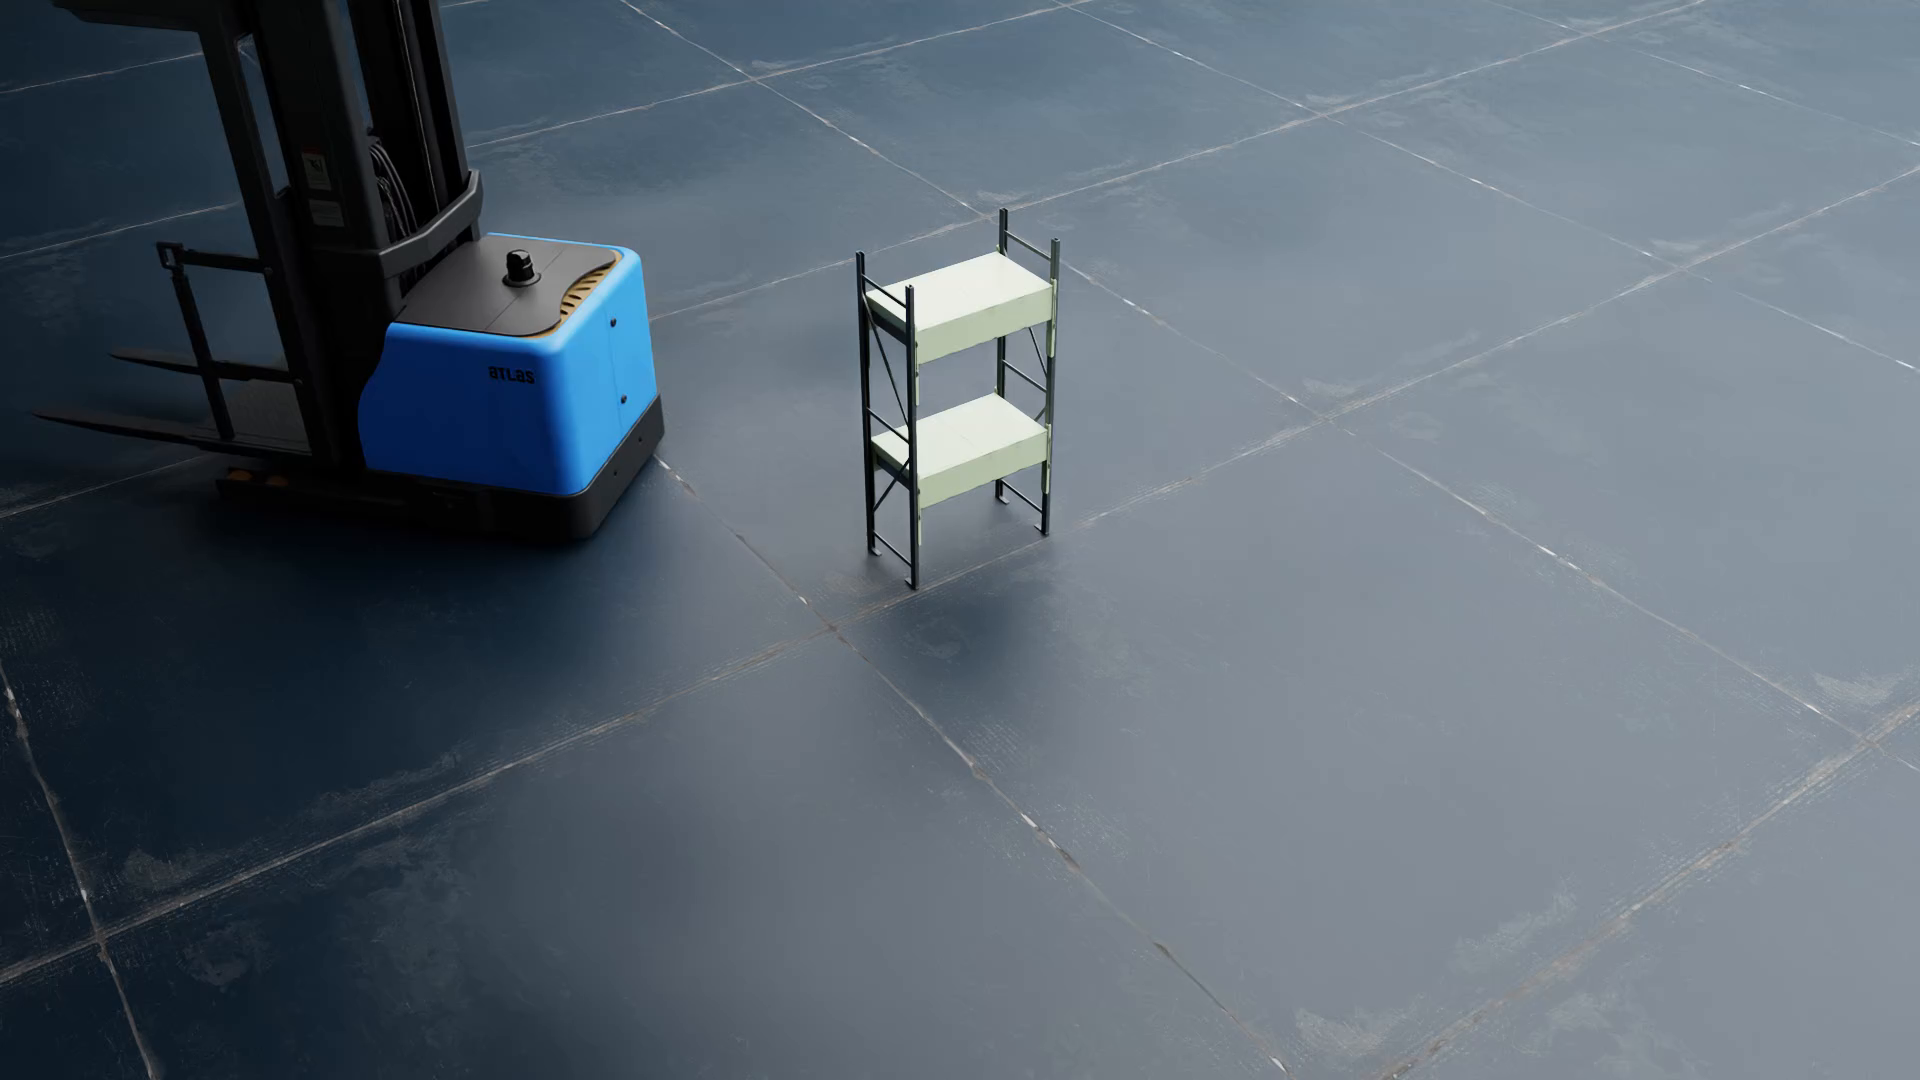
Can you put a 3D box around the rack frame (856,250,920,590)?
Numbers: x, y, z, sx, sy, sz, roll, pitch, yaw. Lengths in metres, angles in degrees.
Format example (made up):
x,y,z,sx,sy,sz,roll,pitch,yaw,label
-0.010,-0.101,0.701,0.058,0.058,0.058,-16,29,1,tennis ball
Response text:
x,y,z,sx,sy,sz,roll,pitch,yaw,label
-0.305,-0.484,7.138,0.023,1.500,0.400,-22,41,-28,rack frame

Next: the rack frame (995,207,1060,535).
x,y,z,sx,sy,sz,roll,pitch,yaw,label
0.294,-0.730,7.480,0.023,1.500,0.400,-22,41,-28,rack frame

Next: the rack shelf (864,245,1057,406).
x,y,z,sx,sy,sz,roll,pitch,yaw,label
-0.005,-0.923,7.081,0.720,0.370,0.431,-22,41,-28,rack shelf

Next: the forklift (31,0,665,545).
x,y,z,sx,sy,sz,roll,pitch,yaw,label
-3.059,-1.621,7.494,3.031,2.935,1.130,8,36,11,forklift

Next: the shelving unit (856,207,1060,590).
x,y,z,sx,sy,sz,roll,pitch,yaw,label
-0.005,-0.607,7.309,0.755,1.500,0.431,-22,41,-28,shelving unit

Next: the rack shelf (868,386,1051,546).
x,y,z,sx,sy,sz,roll,pitch,yaw,label
-0.005,-0.342,7.499,0.720,0.370,0.431,-22,41,-28,rack shelf
